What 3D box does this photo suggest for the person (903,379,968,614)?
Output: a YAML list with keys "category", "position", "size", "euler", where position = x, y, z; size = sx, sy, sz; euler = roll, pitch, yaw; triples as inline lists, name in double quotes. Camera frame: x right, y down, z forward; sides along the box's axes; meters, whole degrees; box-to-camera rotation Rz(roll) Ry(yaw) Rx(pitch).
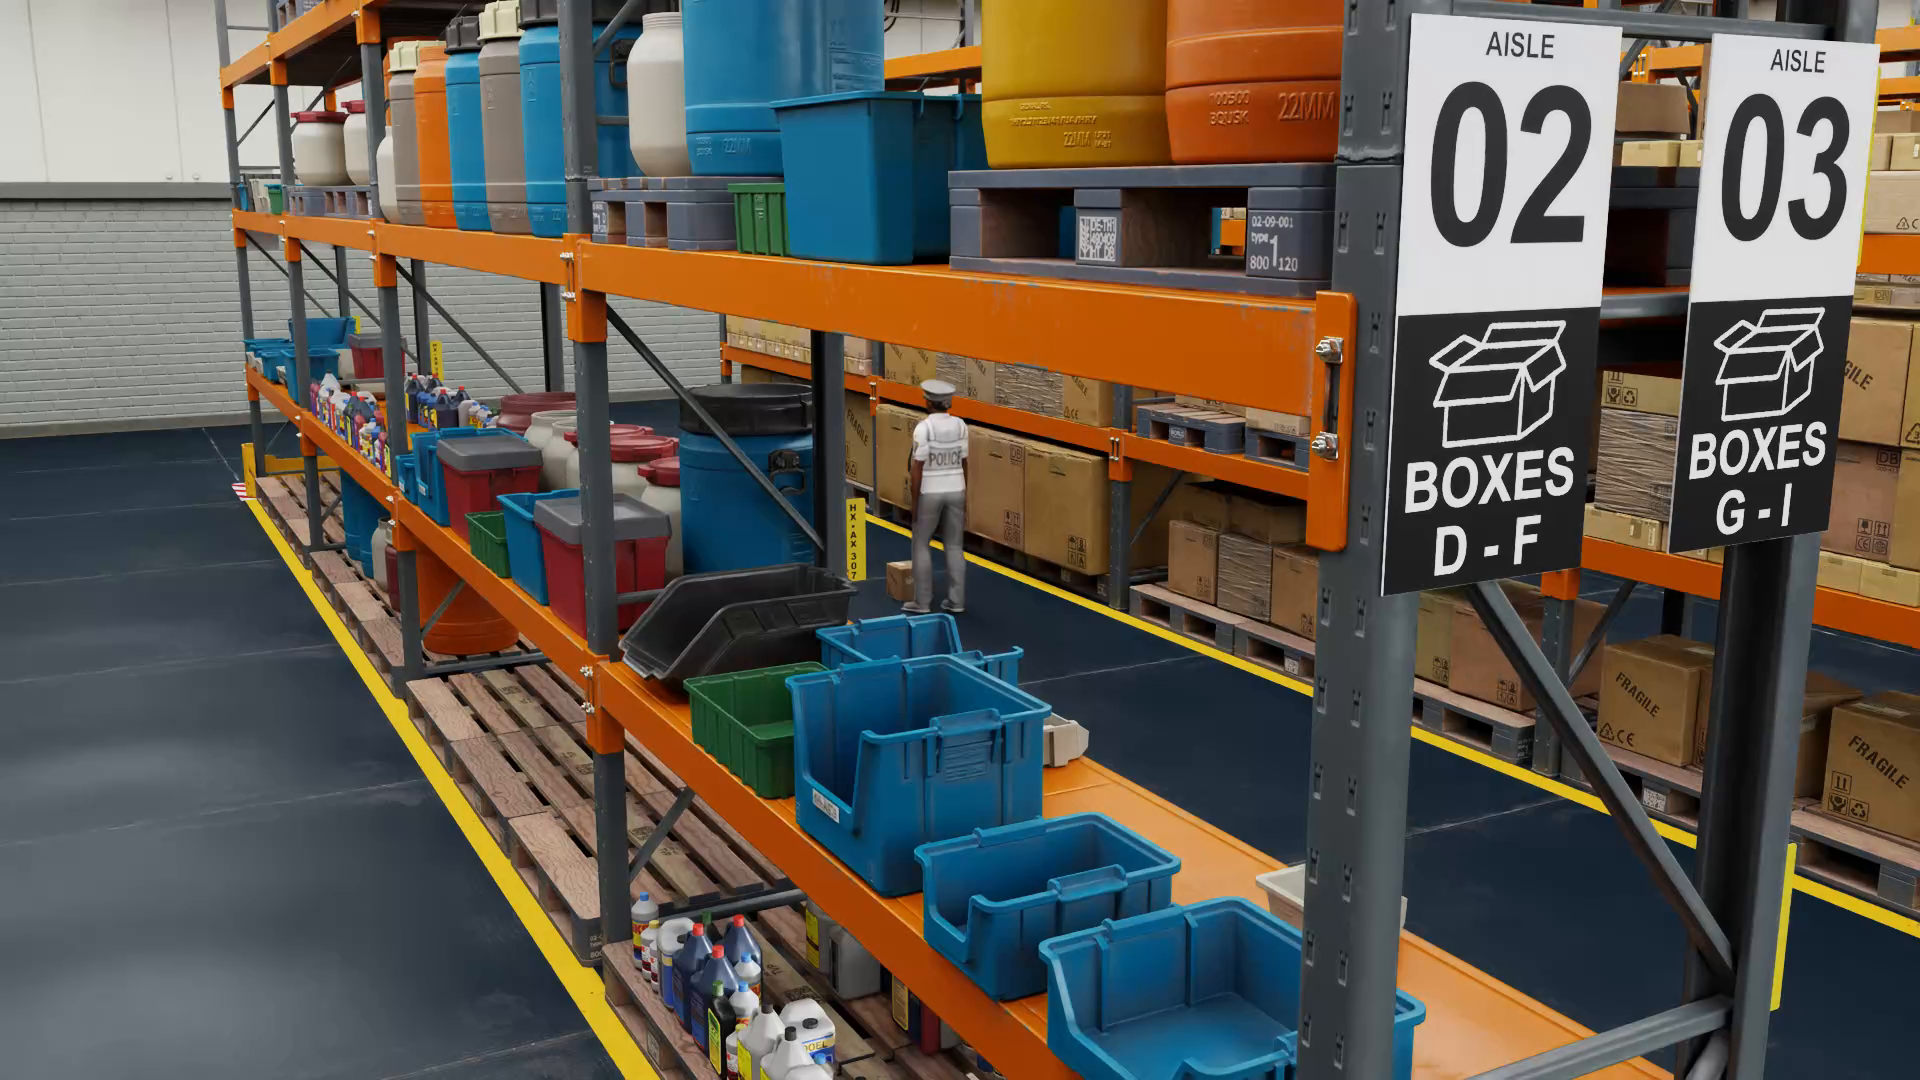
- category: "person"
  position: [-0.165, -0.308, 11.898]
  size: [0.442, 1.681, 0.390]
  euler: [-6, 13, -28]
